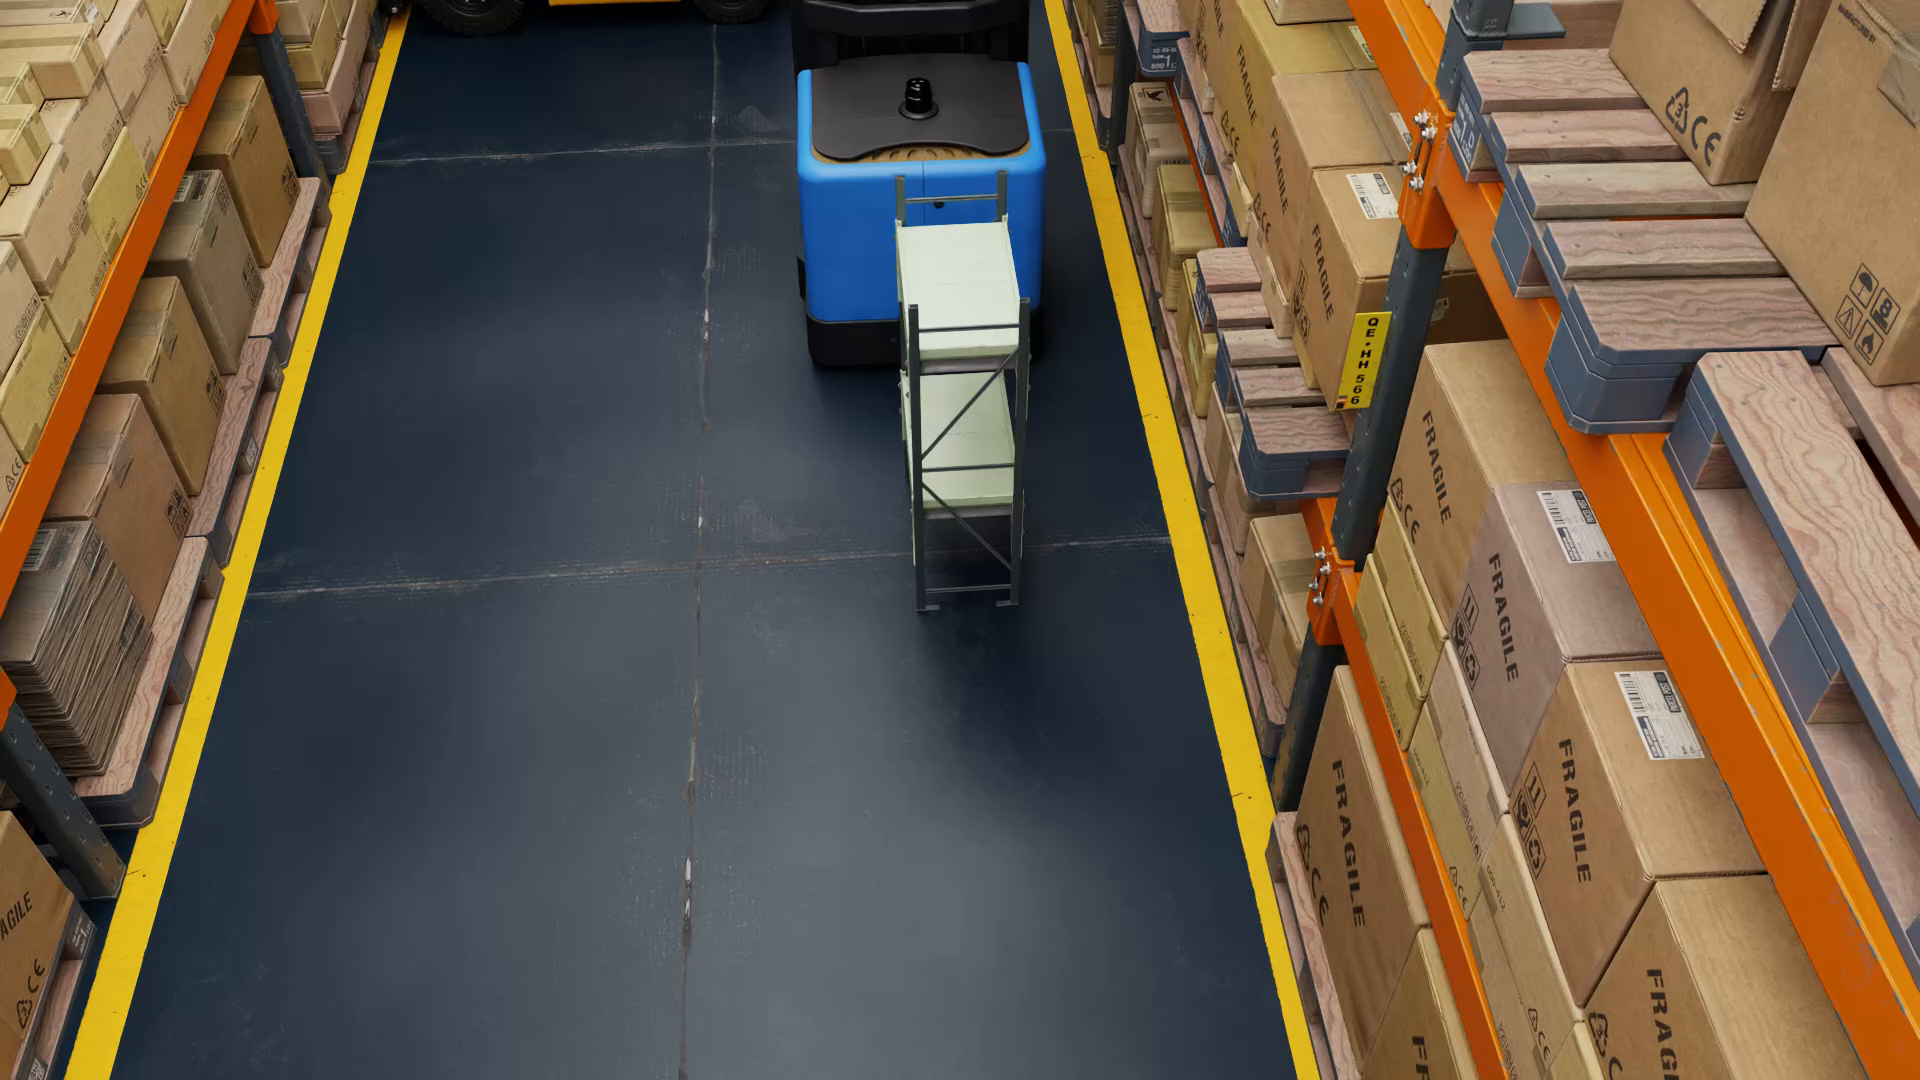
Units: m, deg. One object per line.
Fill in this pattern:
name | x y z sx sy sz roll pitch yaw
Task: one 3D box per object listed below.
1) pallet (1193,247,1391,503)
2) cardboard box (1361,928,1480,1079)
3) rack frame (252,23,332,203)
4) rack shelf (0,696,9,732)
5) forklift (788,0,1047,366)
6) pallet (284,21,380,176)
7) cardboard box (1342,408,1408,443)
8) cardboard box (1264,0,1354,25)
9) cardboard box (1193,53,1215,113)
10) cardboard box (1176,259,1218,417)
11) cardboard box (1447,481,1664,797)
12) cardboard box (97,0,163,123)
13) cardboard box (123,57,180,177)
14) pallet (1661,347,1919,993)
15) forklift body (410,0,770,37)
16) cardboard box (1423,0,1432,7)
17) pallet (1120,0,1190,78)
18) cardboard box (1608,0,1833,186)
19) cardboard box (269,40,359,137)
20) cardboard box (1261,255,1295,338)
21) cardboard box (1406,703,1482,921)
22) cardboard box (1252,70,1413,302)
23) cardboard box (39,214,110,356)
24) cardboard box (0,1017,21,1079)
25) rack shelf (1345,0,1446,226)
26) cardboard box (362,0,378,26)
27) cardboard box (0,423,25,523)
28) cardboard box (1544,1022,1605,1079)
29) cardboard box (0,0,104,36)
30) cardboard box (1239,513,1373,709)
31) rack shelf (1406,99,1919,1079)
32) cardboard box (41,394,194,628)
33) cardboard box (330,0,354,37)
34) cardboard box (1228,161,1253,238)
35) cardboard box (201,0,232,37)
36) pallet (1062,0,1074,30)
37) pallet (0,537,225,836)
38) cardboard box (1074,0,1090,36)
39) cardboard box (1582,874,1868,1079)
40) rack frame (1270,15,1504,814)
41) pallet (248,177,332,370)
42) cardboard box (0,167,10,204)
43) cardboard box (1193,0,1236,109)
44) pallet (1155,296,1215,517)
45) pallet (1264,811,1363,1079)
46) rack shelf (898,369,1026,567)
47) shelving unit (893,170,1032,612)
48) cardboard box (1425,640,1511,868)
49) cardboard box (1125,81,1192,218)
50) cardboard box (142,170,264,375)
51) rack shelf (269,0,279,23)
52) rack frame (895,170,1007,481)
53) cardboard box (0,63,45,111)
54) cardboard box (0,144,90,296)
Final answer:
pallet | 1.440 -0.582 5.368 1.213 0.211 1.003 -3 47 -3
cardboard box | 1.651 1.597 4.345 0.875 0.875 0.875 -3 47 -3
rack frame | -3.675 -2.729 7.268 1.000 3.000 0.127 -3 47 -3
rack shelf | -3.173 1.860 3.418 1.077 0.370 4.000 -3 47 -3
forklift | -0.245 -2.850 7.430 1.130 2.935 3.031 -3 47 -3
pallet | -3.700 -2.348 8.828 1.003 0.211 1.213 -3 47 -3
cardboard box | 1.344 -0.420 4.966 0.380 0.149 0.250 -2 47 -2
cardboard box | 1.188 -1.810 5.388 0.380 0.149 0.250 -6 47 -5
cardboard box | 1.084 -1.727 6.204 0.380 0.149 0.250 -2 47 -2
cardboard box | 1.441 -0.872 7.030 0.950 0.372 0.625 -2 47 -2
cardboard box | 1.454 0.213 3.725 0.500 0.500 0.500 -3 47 -3
cardboard box | -3.292 -1.767 6.117 0.500 0.250 0.500 -3 47 -3
cardboard box | -3.314 -1.604 6.306 0.500 0.250 0.500 -3 47 -3
pallet | 1.809 0.166 2.591 1.003 0.211 1.213 -2 47 -1
forklift body | -2.033 -4.070 9.123 2.313 2.155 1.214 -3 47 -3
cardboard box | 1.341 -1.479 4.192 0.380 0.149 0.250 -3 47 -3
pallet | 1.190 -2.405 7.094 1.003 0.211 1.213 -3 47 -3
cardboard box | 1.788 -1.087 3.287 0.797 0.503 0.637 -6 47 -6
cardboard box | -3.386 -2.298 8.465 0.500 0.250 0.500 -3 47 -3
cardboard box | 1.183 -0.789 5.315 0.380 0.149 0.250 -4 47 -4
cardboard box | 1.456 0.652 4.170 0.500 0.250 0.500 -5 47 -4
cardboard box | 1.236 -1.106 5.168 0.500 0.500 0.500 -4 47 -4
cardboard box | -3.221 -0.856 5.598 0.500 0.250 0.500 -5 47 -5
cardboard box | -3.059 1.536 4.662 0.500 0.500 0.500 -4 47 -4
rack shelf | 1.438 -2.370 5.358 1.077 0.370 4.000 -3 47 -3
cardboard box | -3.502 -3.035 9.163 0.500 0.250 0.500 -3 47 -3
cardboard box | -3.134 -0.119 4.900 0.500 0.250 0.500 -3 47 -3
cardboard box | 1.503 1.225 3.283 0.500 0.250 0.500 -3 47 -3
cardboard box | -3.289 -1.830 5.901 0.380 0.149 0.250 -3 47 -3
cardboard box | 1.568 0.211 6.005 0.950 0.372 0.625 -6 47 -6
rack shelf | 1.773 0.524 2.618 1.077 0.370 4.000 -3 47 -3
cardboard box | -3.441 -0.087 6.113 0.875 0.625 0.625 -2 47 -2
cardboard box | -3.452 -2.833 8.627 0.500 0.250 0.500 -4 47 -4
cardboard box | 1.133 -1.170 5.676 0.380 0.149 0.250 -3 47 -3
cardboard box | -3.372 -2.329 6.993 0.500 0.250 0.500 -3 47 -2
pallet | 1.074 -3.443 9.865 1.003 0.211 1.213 -3 47 -3
pallet | -3.370 0.526 6.106 1.003 0.211 1.213 -3 47 -3
cardboard box | 0.899 -3.028 9.157 0.500 0.250 0.500 -5 47 -4
cardboard box | 1.521 0.953 3.024 0.500 0.500 0.500 -3 47 -3
rack frame | 1.606 -0.139 4.816 1.000 3.000 0.127 -3 47 -3
pallet | -3.575 -1.239 7.778 1.003 0.211 1.213 -3 47 -3
cardboard box | -3.230 -1.087 5.197 0.380 0.149 0.250 -3 47 -3
cardboard box | 1.148 -1.866 5.888 0.500 0.500 0.500 -5 47 -5
pallet | 1.443 -0.626 7.198 1.003 0.211 1.213 -3 47 -3
pallet | 1.597 1.395 5.284 1.003 0.211 1.213 -3 47 -3
rack shelf | -0.001 -0.296 6.447 0.431 0.370 0.720 -3 47 -3
shelving unit | -0.001 -0.521 6.210 0.431 1.500 0.755 -3 47 -3
cardboard box | 1.444 0.496 3.973 0.500 0.250 0.500 -2 47 -2
cardboard box | 1.317 -1.895 7.999 0.950 0.372 0.625 -3 47 -3
cardboard box | -3.563 -1.118 7.089 0.875 0.625 0.625 -4 47 -4
rack shelf | -3.843 -3.928 8.900 1.077 0.370 4.000 -3 47 -3
rack frame | -0.031 -0.785 6.461 0.400 1.500 0.023 -3 47 -3
cardboard box | -3.310 -1.456 5.548 0.380 0.149 0.250 -3 47 -3
cardboard box | -3.201 -1.033 5.421 0.500 0.250 0.500 -5 47 -4
